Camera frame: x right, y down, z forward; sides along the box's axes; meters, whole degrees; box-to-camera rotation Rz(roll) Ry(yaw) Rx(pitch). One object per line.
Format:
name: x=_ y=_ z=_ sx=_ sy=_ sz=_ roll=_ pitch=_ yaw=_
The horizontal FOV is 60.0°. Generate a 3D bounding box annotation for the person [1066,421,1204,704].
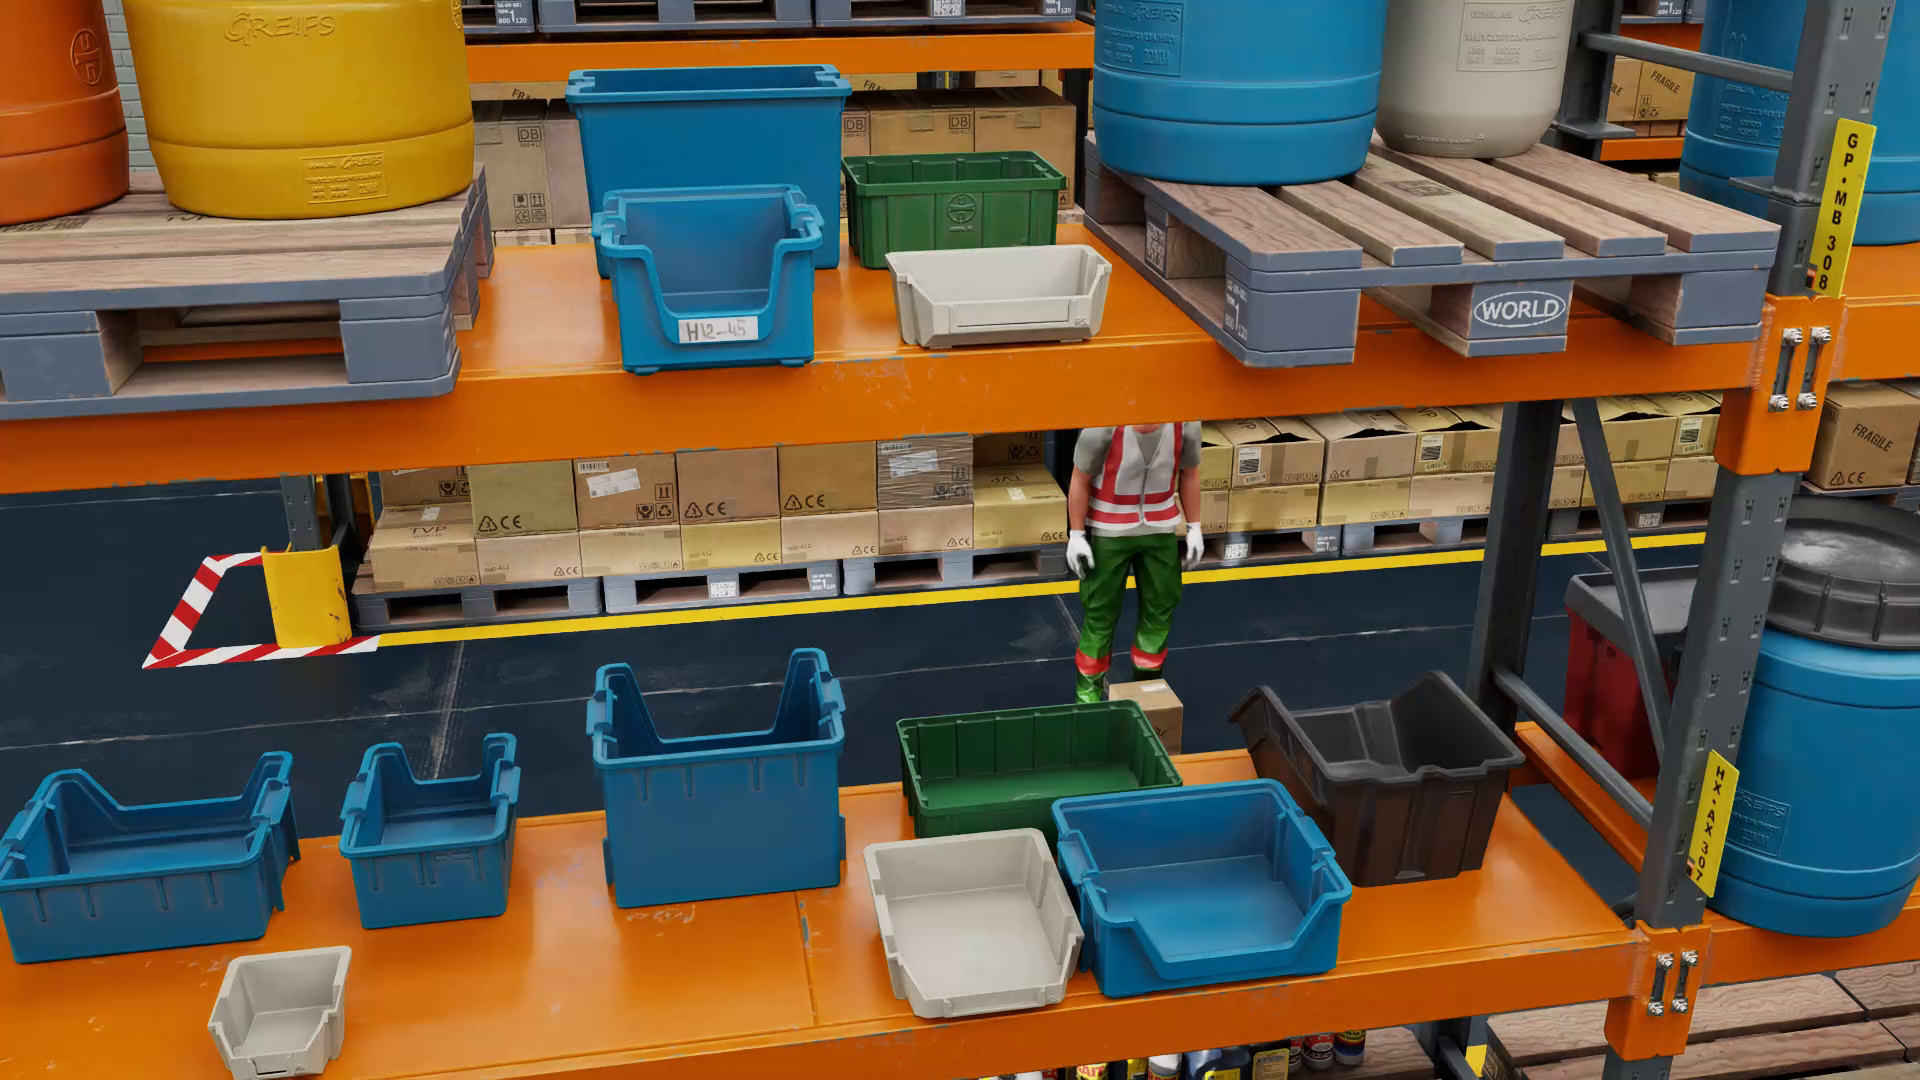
person: x=0.745 y=-0.006 z=7.093 sx=0.604 sy=1.778 sz=0.456 roll=-4 pitch=24 yaw=-10
